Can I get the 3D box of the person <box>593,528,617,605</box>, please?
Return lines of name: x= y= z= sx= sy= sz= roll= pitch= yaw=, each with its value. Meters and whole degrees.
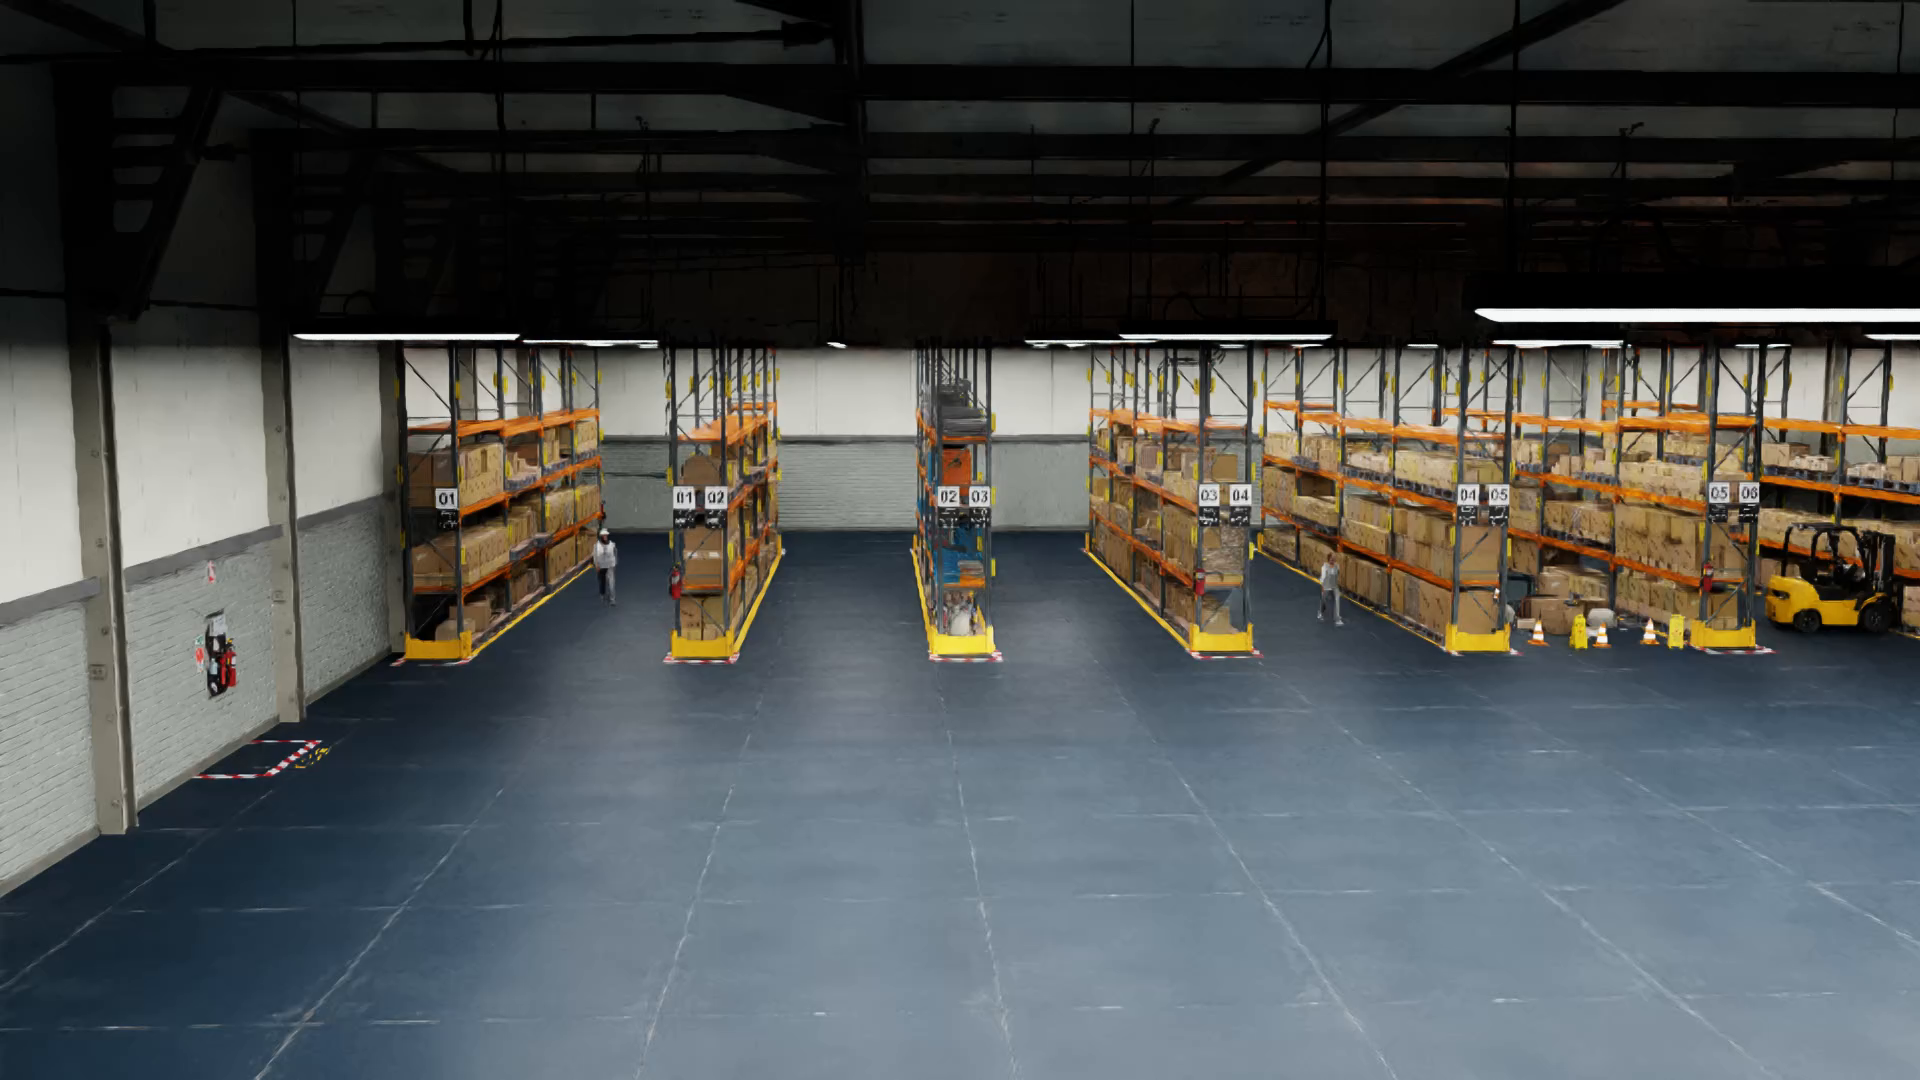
person: x=-8.049 y=0.584 z=37.697 sx=0.538 sy=1.715 sz=1.026 roll=-1 pitch=7 yaw=-11

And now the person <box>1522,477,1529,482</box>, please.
person: x=17.825 y=-1.084 z=52.244 sx=0.674 sy=1.770 sz=0.618 roll=-5 pitch=8 yaw=-36

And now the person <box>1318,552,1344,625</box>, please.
person: x=7.757 y=0.992 z=34.901 sx=0.418 sy=1.513 sz=1.037 roll=-1 pitch=7 yaw=-5

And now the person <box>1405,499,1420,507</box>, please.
person: x=13.725 y=-0.799 z=50.129 sx=0.485 sy=1.656 sz=0.657 roll=-4 pitch=8 yaw=-33
